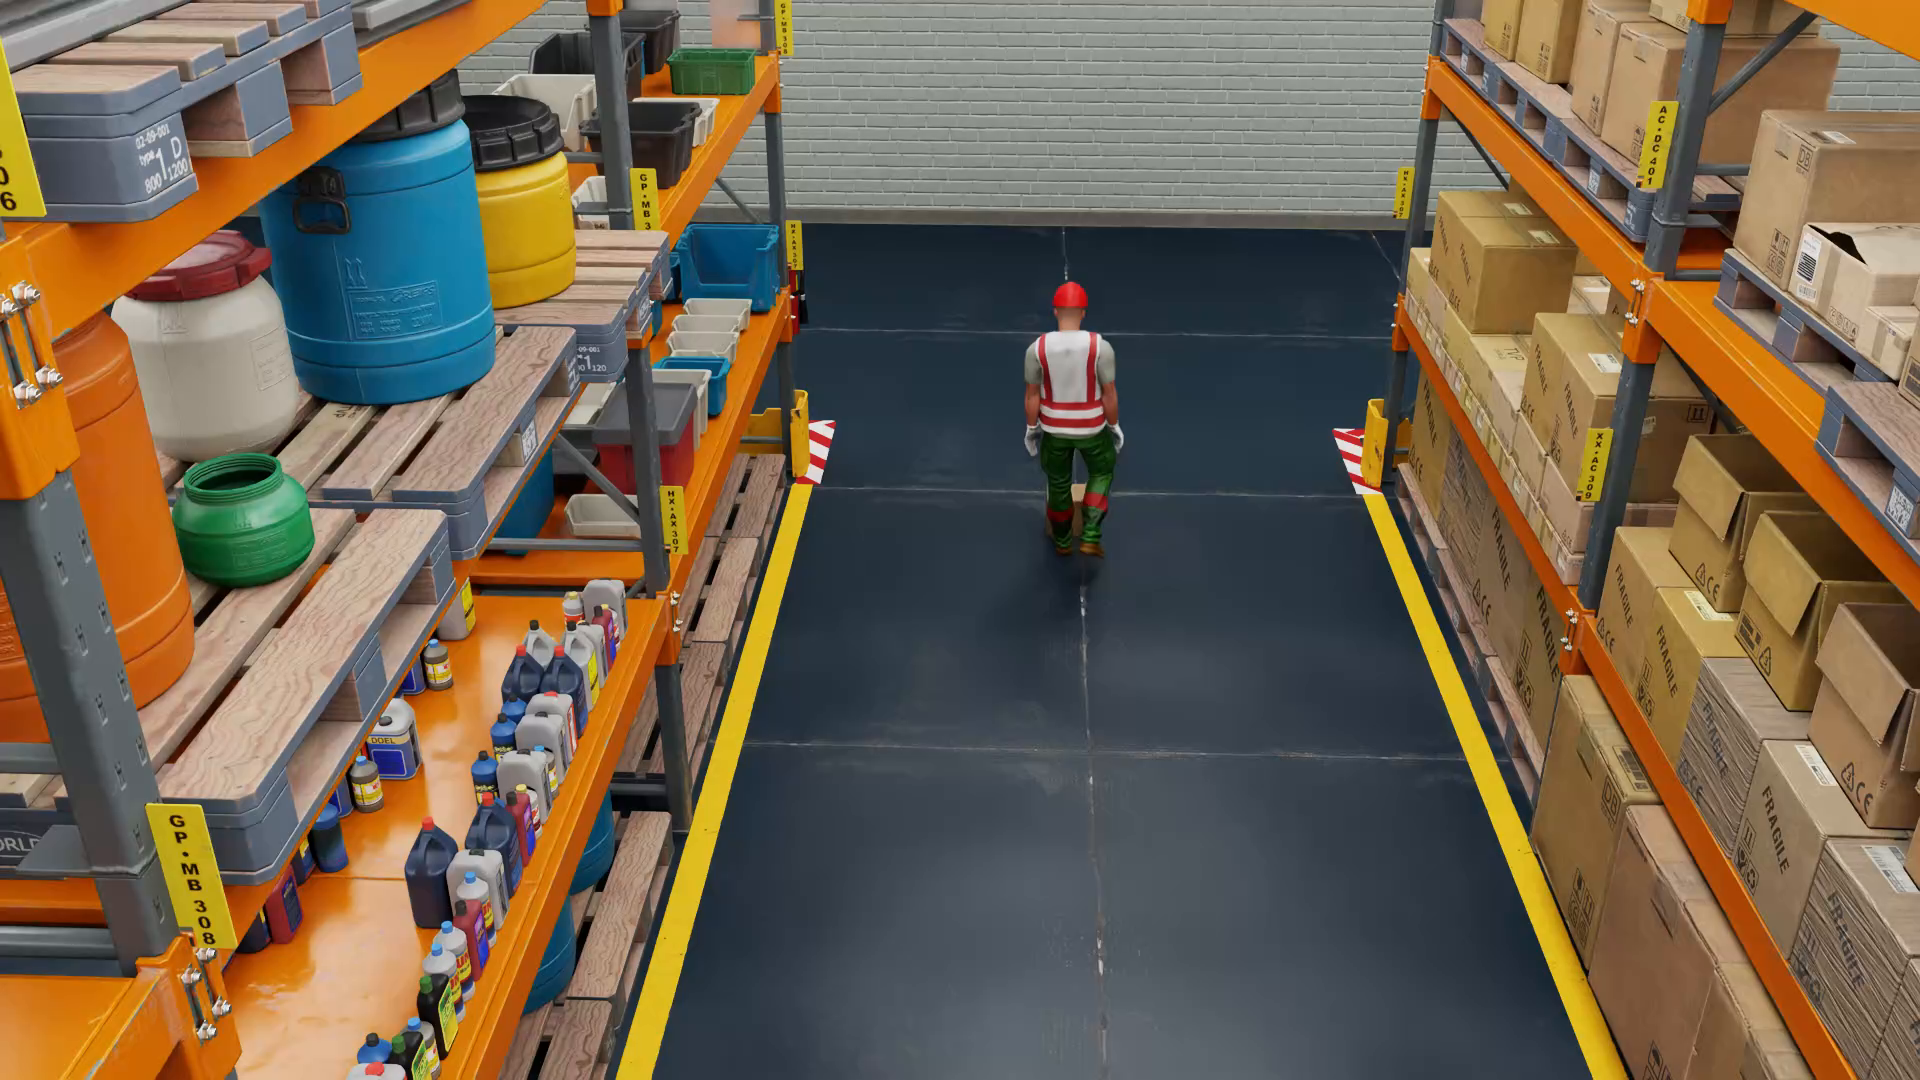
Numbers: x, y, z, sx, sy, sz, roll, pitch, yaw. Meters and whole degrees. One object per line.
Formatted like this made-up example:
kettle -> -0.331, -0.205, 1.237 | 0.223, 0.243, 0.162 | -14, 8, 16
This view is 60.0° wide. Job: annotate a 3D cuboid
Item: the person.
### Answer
person -> 0.680, -0.683, 9.863 | 0.591, 1.780, 0.629 | 4, 28, 7
